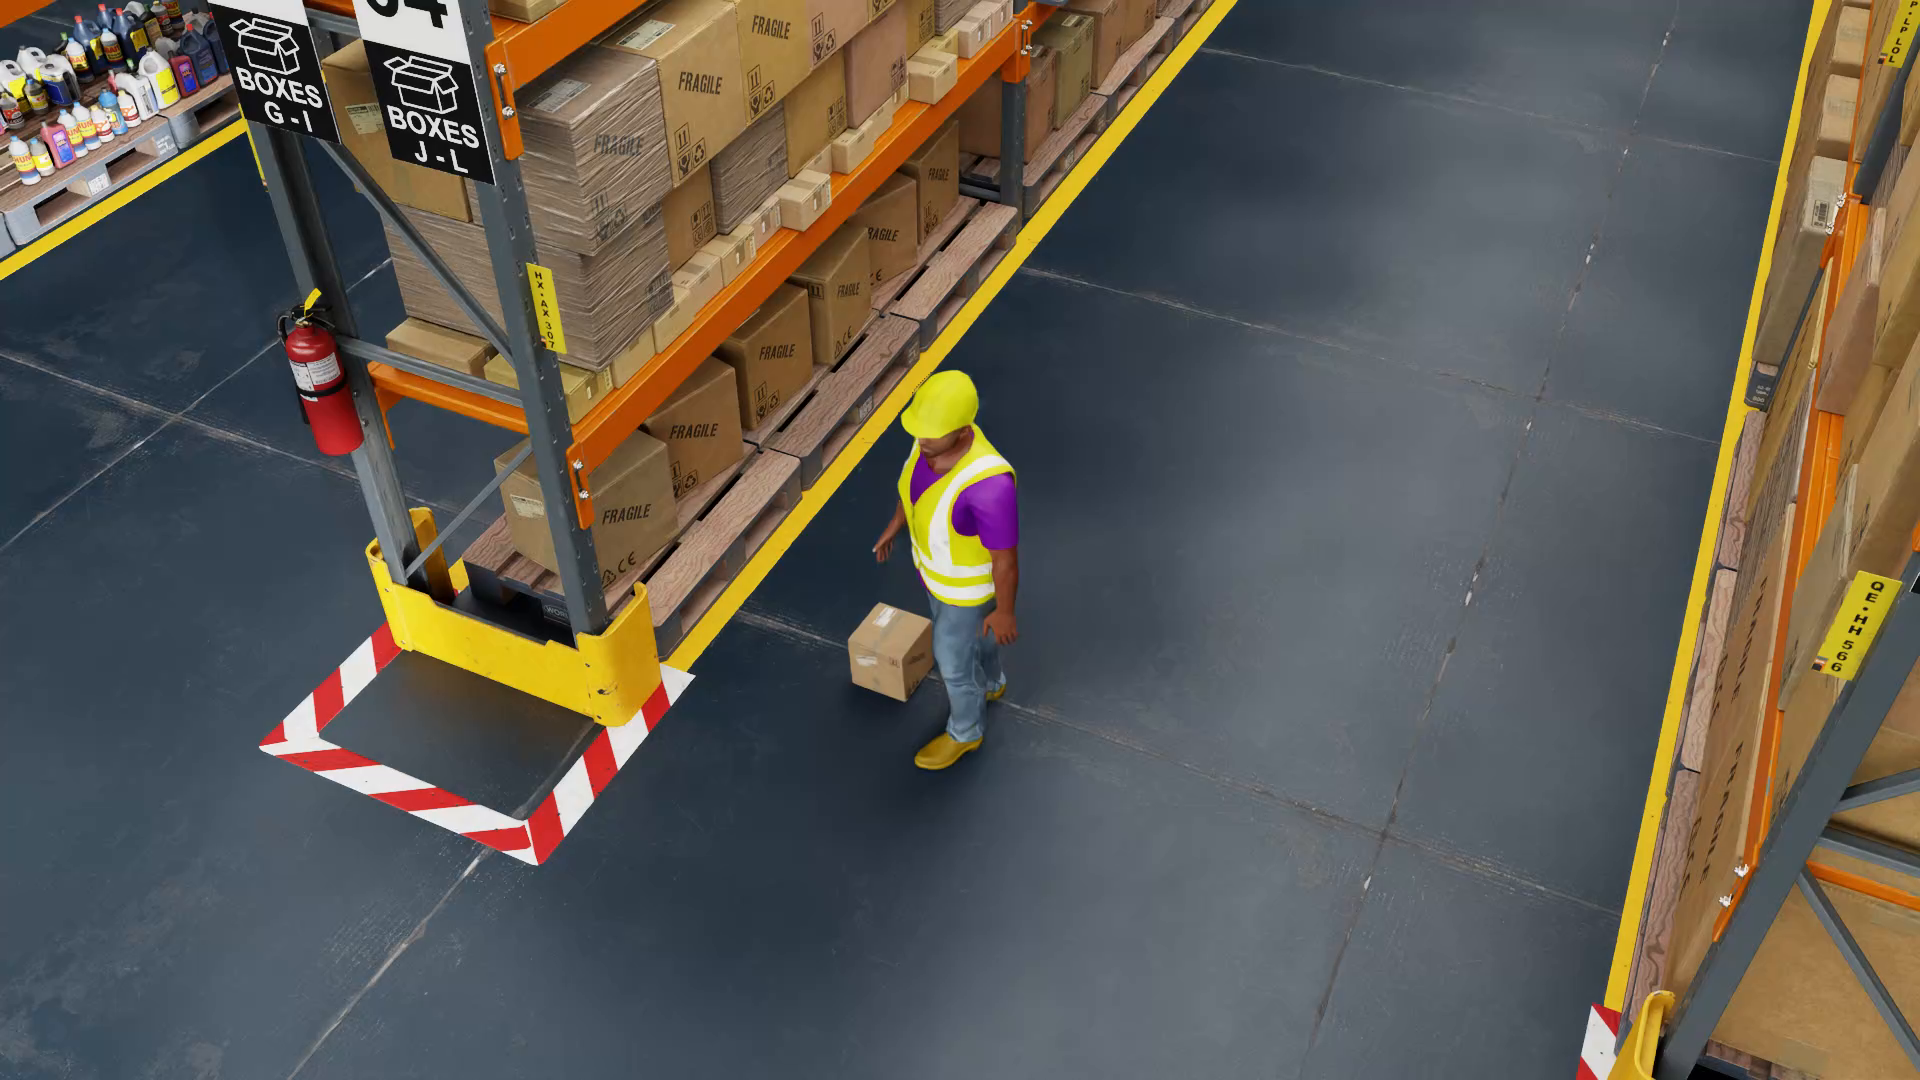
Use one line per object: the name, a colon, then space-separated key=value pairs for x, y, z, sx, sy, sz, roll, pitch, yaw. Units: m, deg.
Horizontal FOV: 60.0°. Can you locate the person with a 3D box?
person: x=-0.011 y=0.089 z=6.042 sx=0.501 sy=1.779 sz=0.693 roll=-15 pitch=44 yaw=-16
